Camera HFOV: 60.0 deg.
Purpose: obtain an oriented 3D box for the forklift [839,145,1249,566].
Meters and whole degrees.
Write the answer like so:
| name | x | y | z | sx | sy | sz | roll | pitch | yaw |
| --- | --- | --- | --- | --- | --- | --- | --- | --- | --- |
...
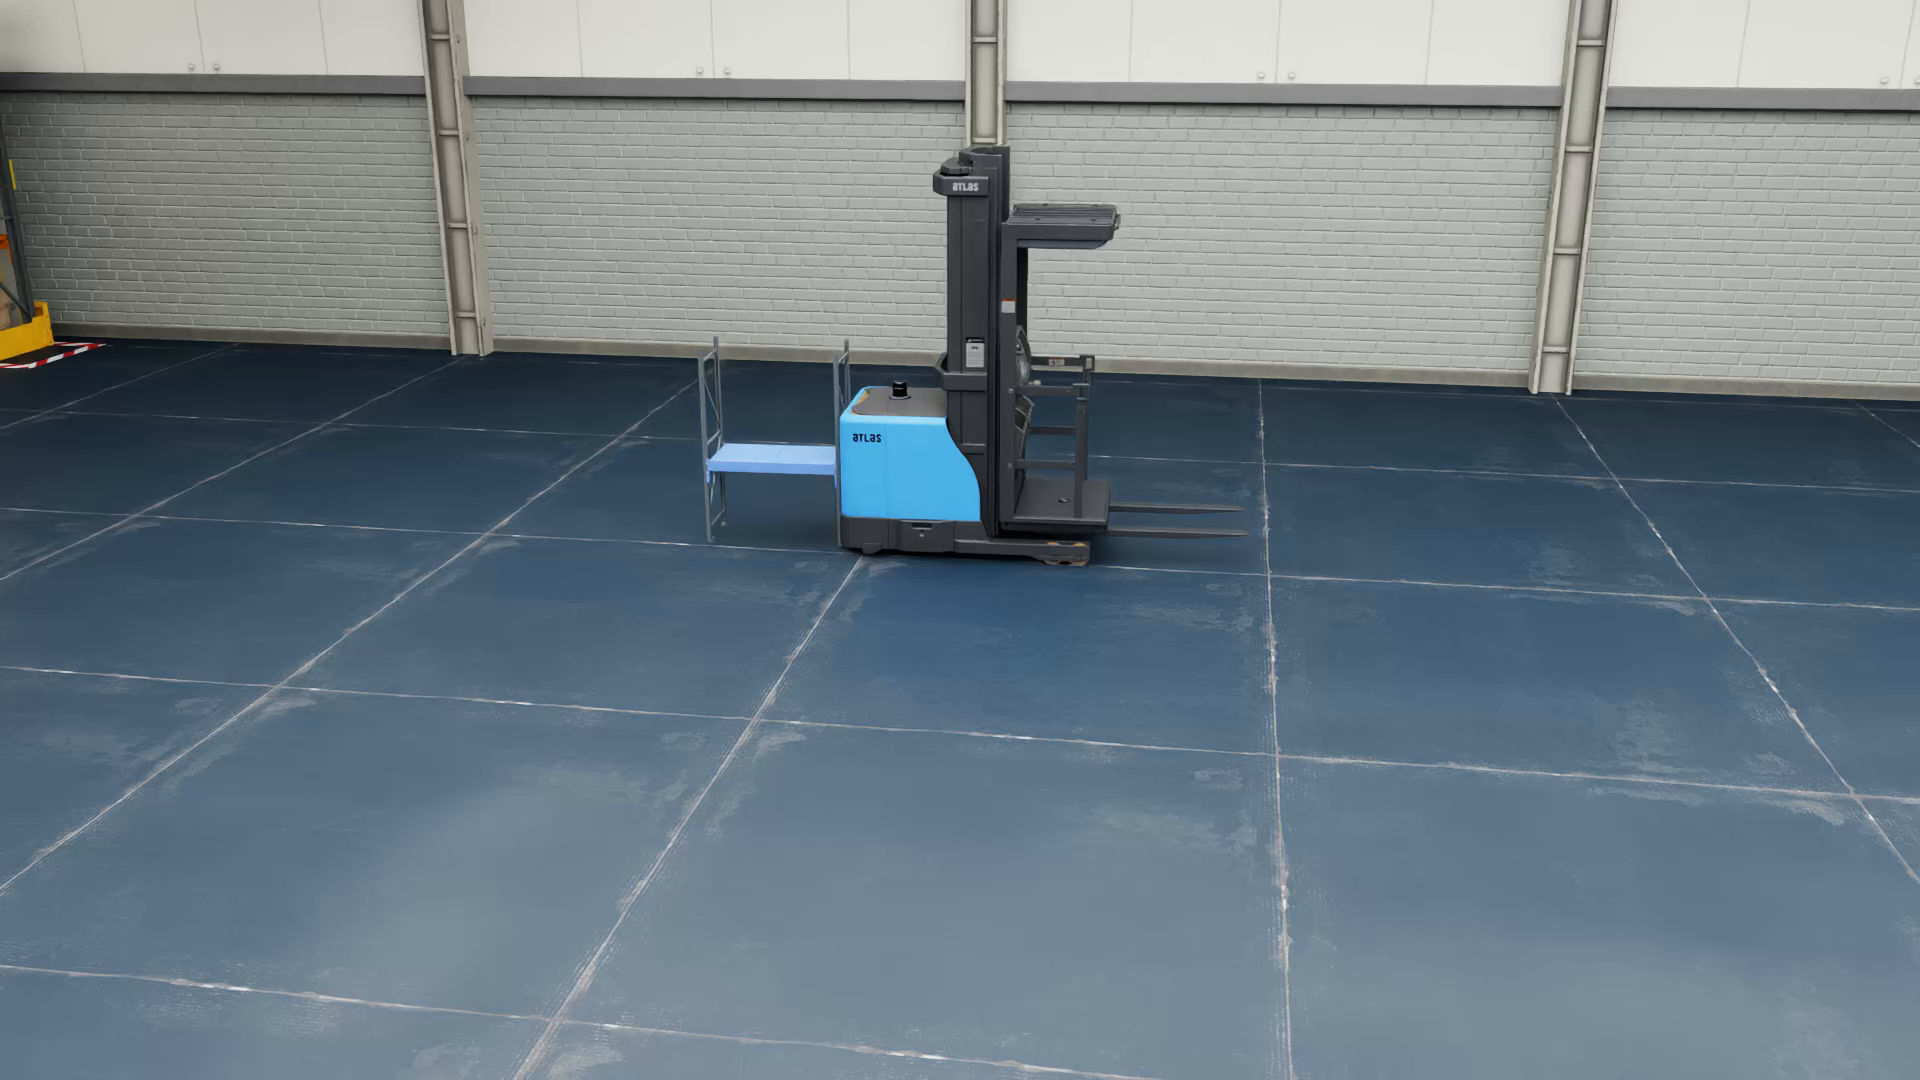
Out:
| name | x | y | z | sx | sy | sz | roll | pitch | yaw |
| --- | --- | --- | --- | --- | --- | --- | --- | --- | --- |
| forklift | 0.655 | -1.378 | 12.303 | 3.031 | 2.935 | 1.130 | 2 | 19 | 6 |

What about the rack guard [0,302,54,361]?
| name | x | y | z | sx | sy | sz | roll | pitch | yaw |
| --- | --- | --- | --- | --- | --- | --- | --- | --- | --- |
| rack guard | -11.005 | -2.396 | 19.176 | 0.348 | 0.500 | 1.175 | 3 | 19 | 9 |

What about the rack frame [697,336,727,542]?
| name | x | y | z | sx | sy | sz | roll | pitch | yaw |
| --- | --- | --- | --- | --- | --- | --- | --- | --- | --- |
| rack frame | -1.897 | -0.774 | 12.752 | 0.032 | 1.500 | 0.500 | 2 | 19 | 6 |

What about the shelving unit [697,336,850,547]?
| name | x | y | z | sx | sy | sz | roll | pitch | yaw |
| --- | --- | --- | --- | --- | --- | --- | --- | --- | --- |
| shelving unit | -1.391 | -0.755 | 12.697 | 1.048 | 1.500 | 0.538 | 2 | 19 | 6 |

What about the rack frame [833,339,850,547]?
| name | x | y | z | sx | sy | sz | roll | pitch | yaw |
| --- | --- | --- | --- | --- | --- | --- | --- | --- | --- |
| rack frame | -0.886 | -0.737 | 12.642 | 0.032 | 1.500 | 0.500 | 2 | 19 | 6 |

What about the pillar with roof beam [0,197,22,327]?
| name | x | y | z | sx | sy | sz | roll | pitch | yaw |
| --- | --- | --- | --- | --- | --- | --- | --- | --- | --- |
| pillar with roof beam | -12.257 | -5.396 | 14.749 | 0.400 | 9.000 | 9.100 | 3 | 19 | 9 |

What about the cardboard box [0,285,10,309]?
| name | x | y | z | sx | sy | sz | roll | pitch | yaw |
| --- | --- | --- | --- | --- | --- | --- | --- | --- | --- |
| cardboard box | -11.460 | -2.804 | 19.339 | 0.500 | 0.250 | 0.500 | 3 | 19 | 10 |

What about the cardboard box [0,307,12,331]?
| name | x | y | z | sx | sy | sz | roll | pitch | yaw |
| --- | --- | --- | --- | --- | --- | --- | --- | --- | --- |
| cardboard box | -11.483 | -2.564 | 19.410 | 0.500 | 0.250 | 0.500 | 3 | 19 | 9 |

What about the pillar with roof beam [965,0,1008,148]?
| name | x | y | z | sx | sy | sz | roll | pitch | yaw |
| --- | --- | --- | --- | --- | --- | --- | --- | --- | --- |
| pillar with roof beam | -0.408 | -4.792 | 12.944 | 0.400 | 9.000 | 9.100 | 3 | 19 | 9 |

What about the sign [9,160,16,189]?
| name | x | y | z | sx | sy | sz | roll | pitch | yaw |
| --- | --- | --- | --- | --- | --- | --- | --- | --- | --- |
| sign | -10.935 | -4.204 | 19.152 | 0.005 | 0.325 | 0.100 | 3 | 19 | 9 |

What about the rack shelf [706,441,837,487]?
| name | x | y | z | sx | sy | sz | roll | pitch | yaw |
| --- | --- | --- | --- | --- | --- | --- | --- | --- | --- |
| rack shelf | -1.391 | -0.585 | 12.754 | 1.000 | 0.185 | 0.538 | 2 | 19 | 6 |

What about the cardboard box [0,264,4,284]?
| name | x | y | z | sx | sy | sz | roll | pitch | yaw |
| --- | --- | --- | --- | --- | --- | --- | --- | --- | --- |
| cardboard box | -11.474 | -3.035 | 19.244 | 0.500 | 0.250 | 0.500 | 3 | 19 | 8 |

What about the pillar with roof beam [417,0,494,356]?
| name | x | y | z | sx | sy | sz | roll | pitch | yaw |
| --- | --- | --- | --- | --- | --- | --- | --- | --- | --- |
| pillar with roof beam | -6.332 | -5.094 | 13.847 | 0.400 | 9.000 | 9.100 | 3 | 19 | 9 |

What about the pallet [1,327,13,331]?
| name | x | y | z | sx | sy | sz | roll | pitch | yaw |
| --- | --- | --- | --- | --- | --- | --- | --- | --- | --- |
| pallet | -11.791 | -2.286 | 19.301 | 1.213 | 0.211 | 1.003 | 3 | 19 | 9 |

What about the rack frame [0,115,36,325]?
| name | x | y | z | sx | sy | sz | roll | pitch | yaw |
| --- | --- | --- | --- | --- | --- | --- | --- | --- | --- |
| rack frame | -11.029 | -3.583 | 18.783 | 0.127 | 3.000 | 1.000 | 3 | 19 | 9 |

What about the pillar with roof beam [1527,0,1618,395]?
| name | x | y | z | sx | sy | sz | roll | pitch | yaw |
| --- | --- | --- | --- | --- | --- | --- | --- | --- | --- |
| pillar with roof beam | 5.516 | -4.490 | 12.042 | 0.400 | 9.000 | 9.100 | 3 | 19 | 9 |

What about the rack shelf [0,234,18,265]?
| name | x | y | z | sx | sy | sz | roll | pitch | yaw |
| --- | --- | --- | --- | --- | --- | --- | --- | --- | --- |
| rack shelf | -13.004 | -3.342 | 19.198 | 4.000 | 0.370 | 1.077 | 3 | 19 | 9 |
